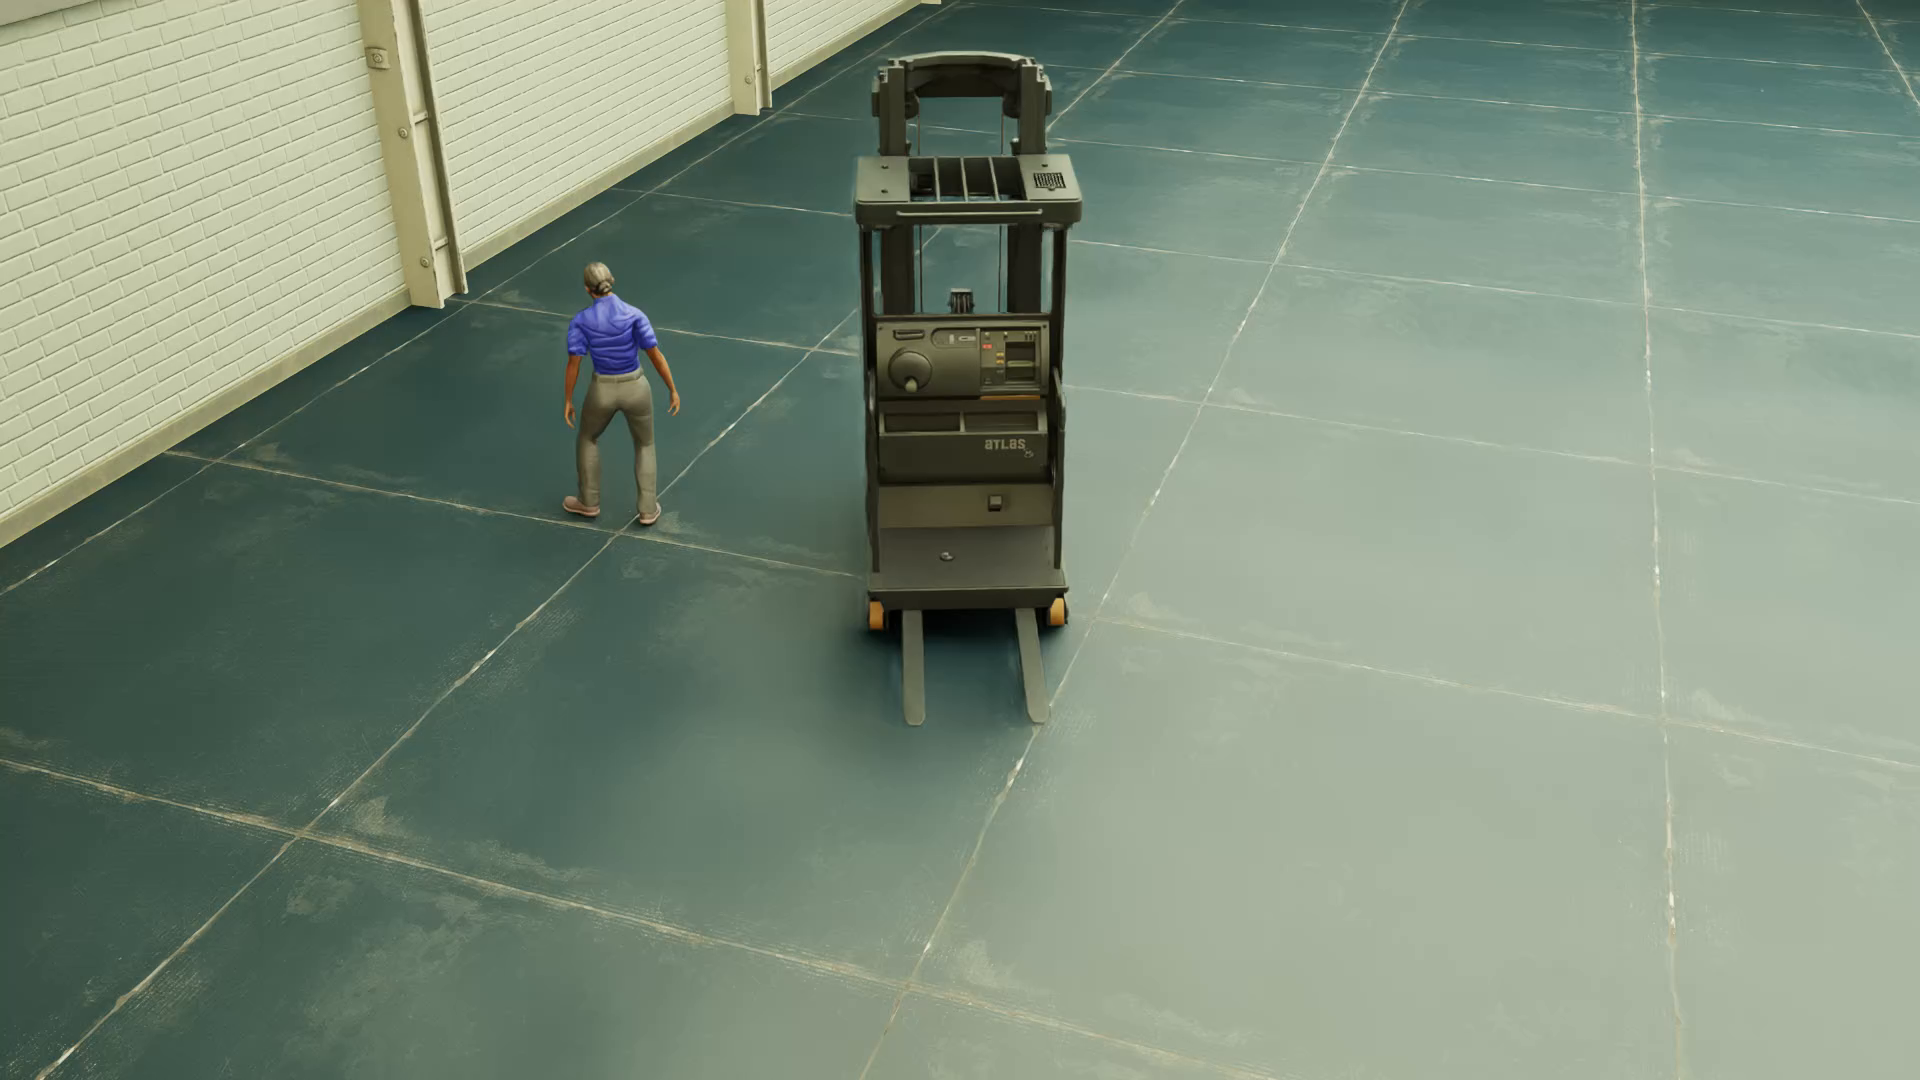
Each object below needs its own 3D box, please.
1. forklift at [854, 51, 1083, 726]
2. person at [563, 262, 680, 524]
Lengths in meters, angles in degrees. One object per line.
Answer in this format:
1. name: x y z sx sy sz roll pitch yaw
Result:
1. forklift: 0.026 -0.935 8.777 1.130 2.935 3.031 -1 30 -2
2. person: -2.086 -0.865 9.998 0.794 1.626 0.393 -3 30 -6
